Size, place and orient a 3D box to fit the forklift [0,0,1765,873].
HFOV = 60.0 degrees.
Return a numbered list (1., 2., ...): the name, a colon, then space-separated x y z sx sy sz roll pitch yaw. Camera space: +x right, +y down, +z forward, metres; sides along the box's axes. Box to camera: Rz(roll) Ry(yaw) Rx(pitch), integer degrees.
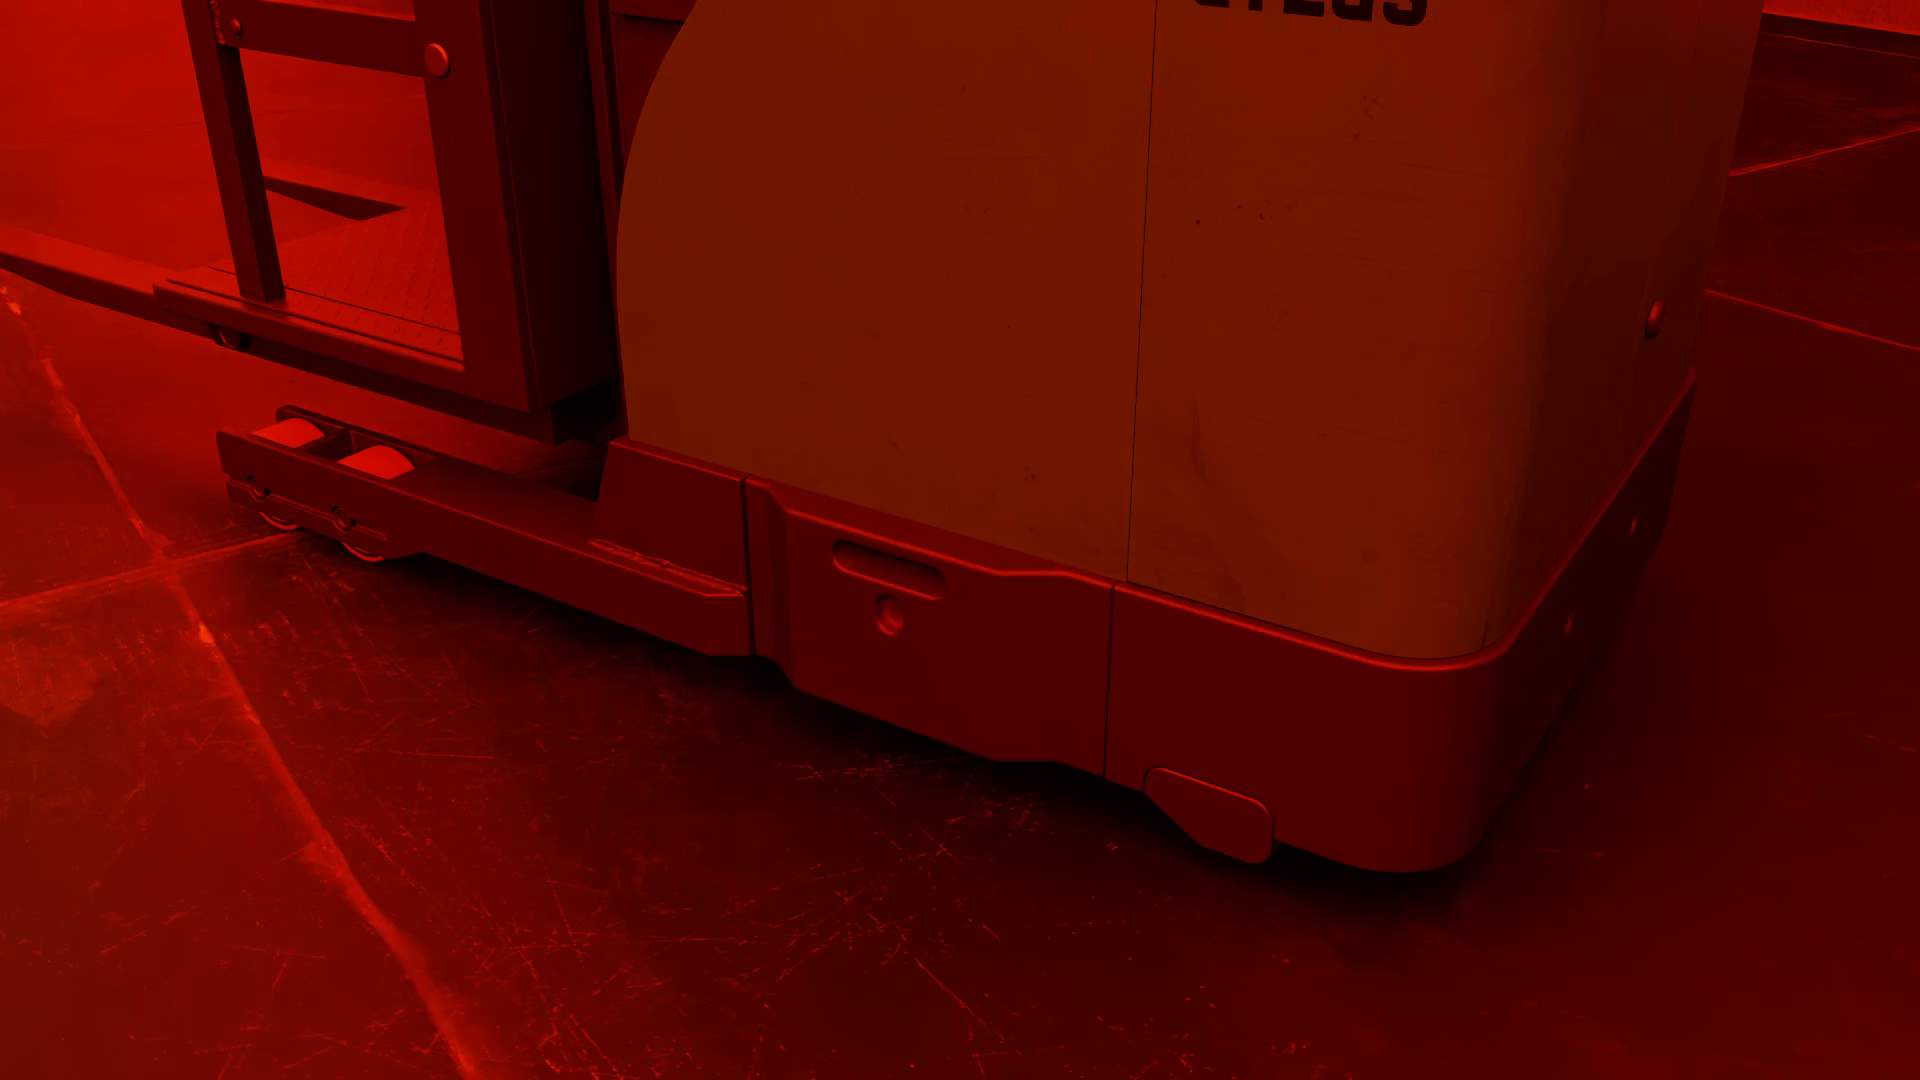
1. forklift: -0.511 -1.459 2.139 3.031 2.935 1.130 16 31 29
